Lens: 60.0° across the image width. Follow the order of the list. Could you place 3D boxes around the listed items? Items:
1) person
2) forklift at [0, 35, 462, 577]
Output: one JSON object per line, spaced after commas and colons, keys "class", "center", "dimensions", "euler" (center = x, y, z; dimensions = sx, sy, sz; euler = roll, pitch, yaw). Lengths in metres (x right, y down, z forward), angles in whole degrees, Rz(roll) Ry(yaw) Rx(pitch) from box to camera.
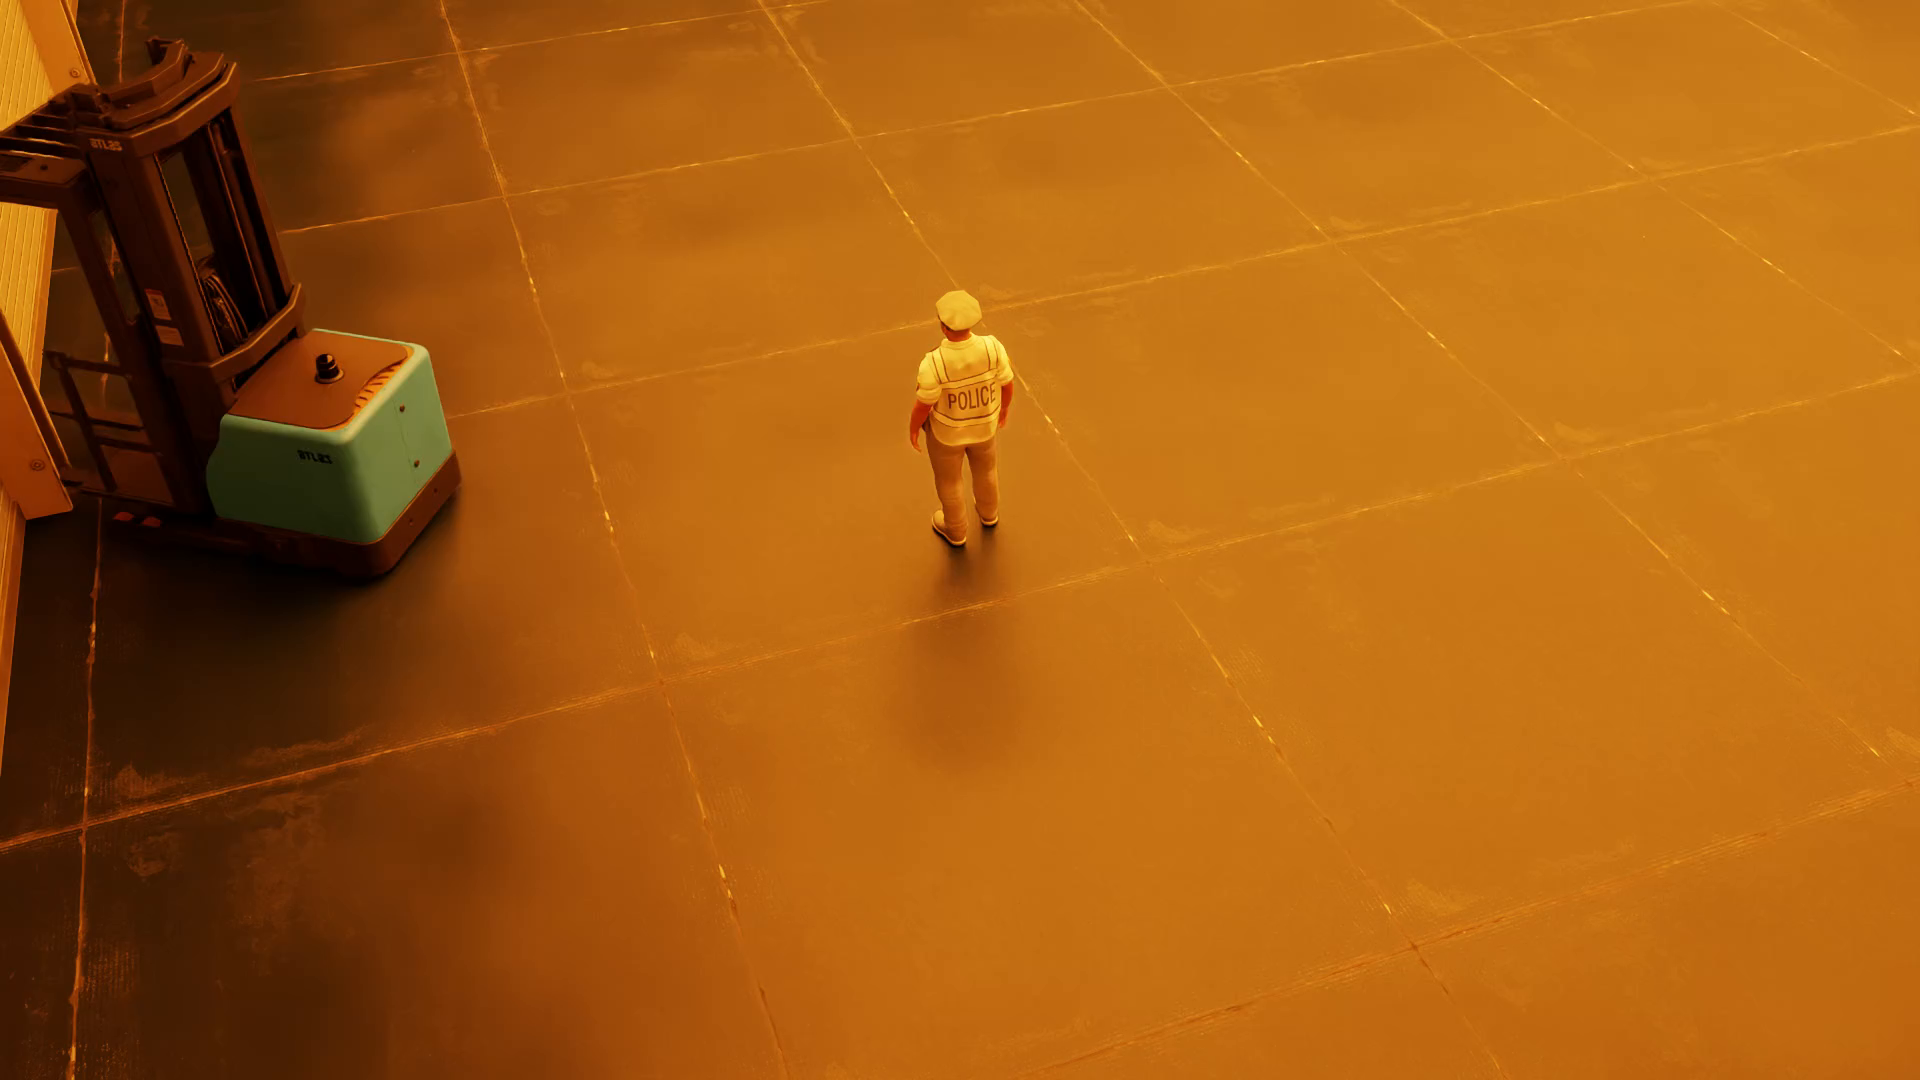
{"class": "person", "center": [-0.015, -0.737, 9.757], "dimensions": [0.640, 1.781, 0.575], "euler": [-13, 42, -15]}
{"class": "forklift", "center": [-4.757, -1.417, 9.684], "dimensions": [3.031, 2.935, 1.130], "euler": [10, 41, 11]}
